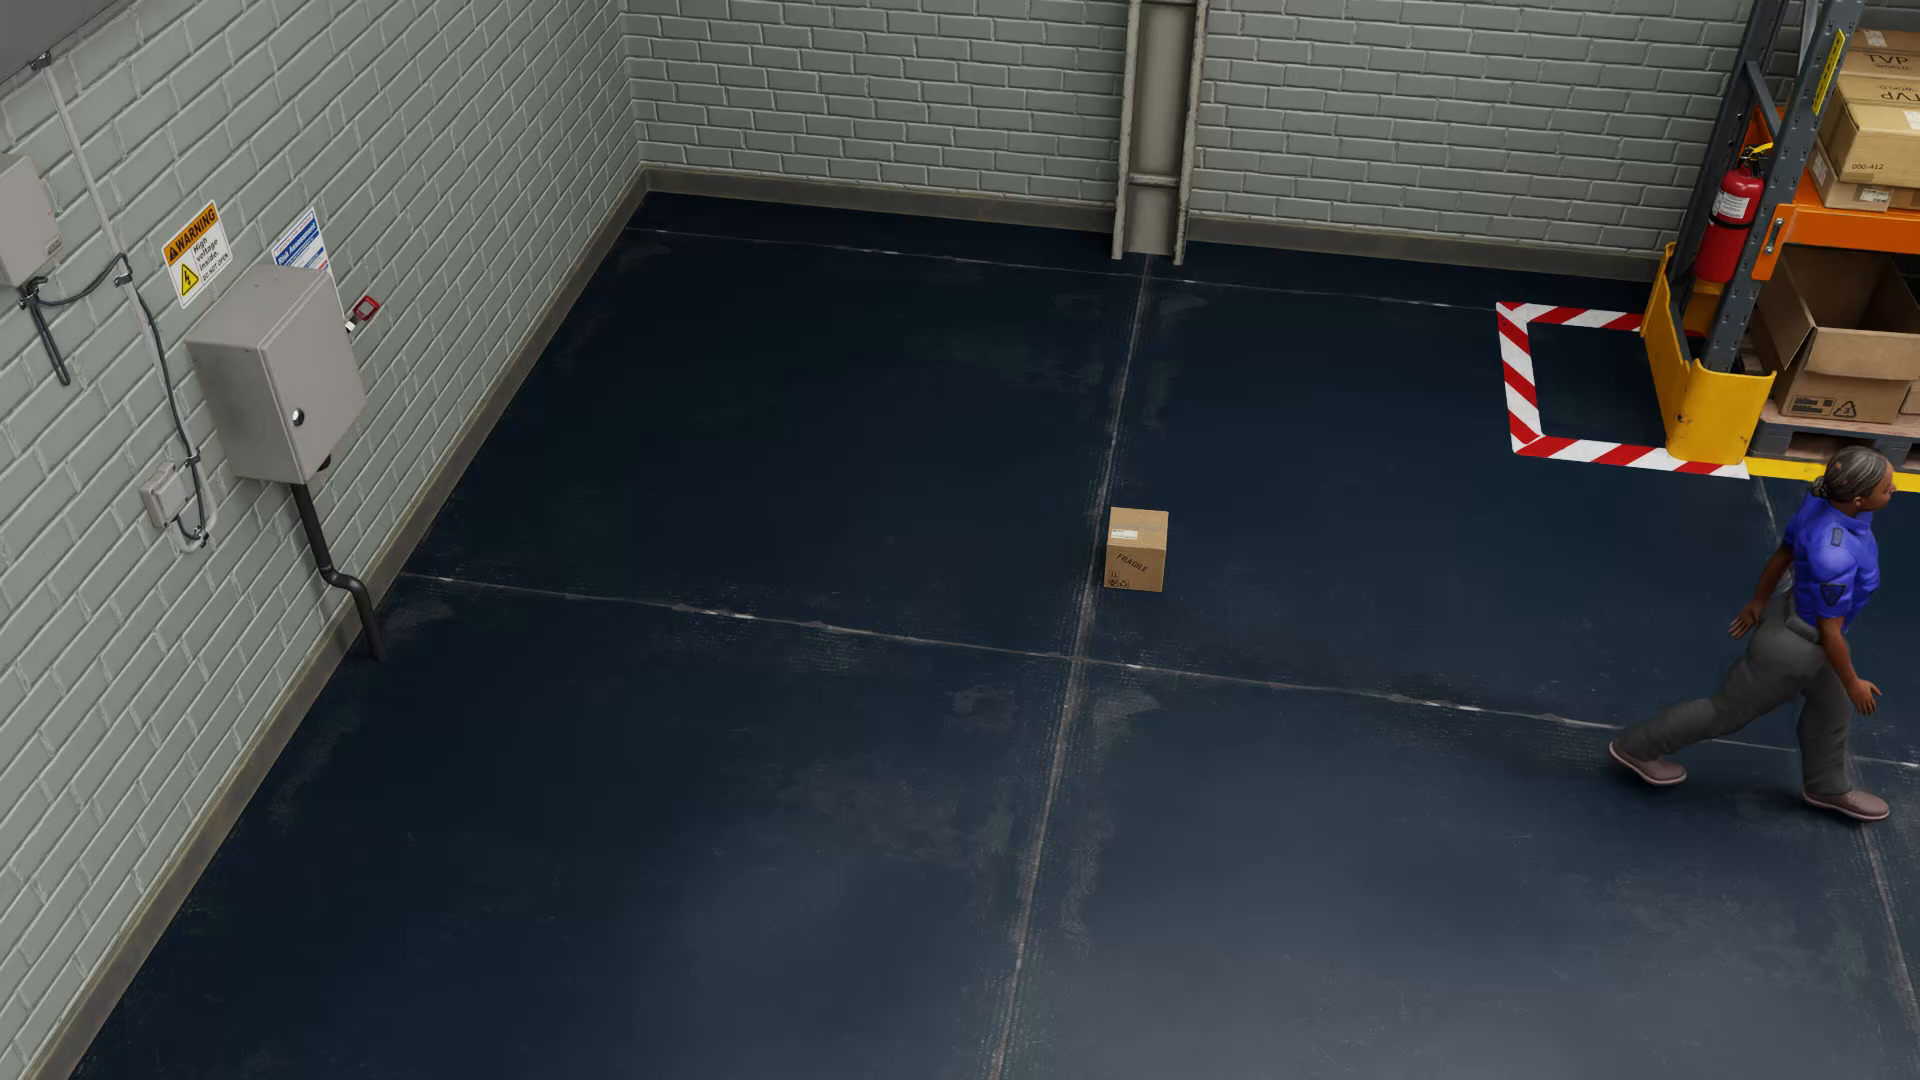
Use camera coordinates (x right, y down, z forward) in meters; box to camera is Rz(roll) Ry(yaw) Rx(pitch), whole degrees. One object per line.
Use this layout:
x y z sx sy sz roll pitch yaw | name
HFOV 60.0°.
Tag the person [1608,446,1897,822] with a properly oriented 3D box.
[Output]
2.945 0.351 5.747 0.991 1.593 0.442 18 44 20 | person
